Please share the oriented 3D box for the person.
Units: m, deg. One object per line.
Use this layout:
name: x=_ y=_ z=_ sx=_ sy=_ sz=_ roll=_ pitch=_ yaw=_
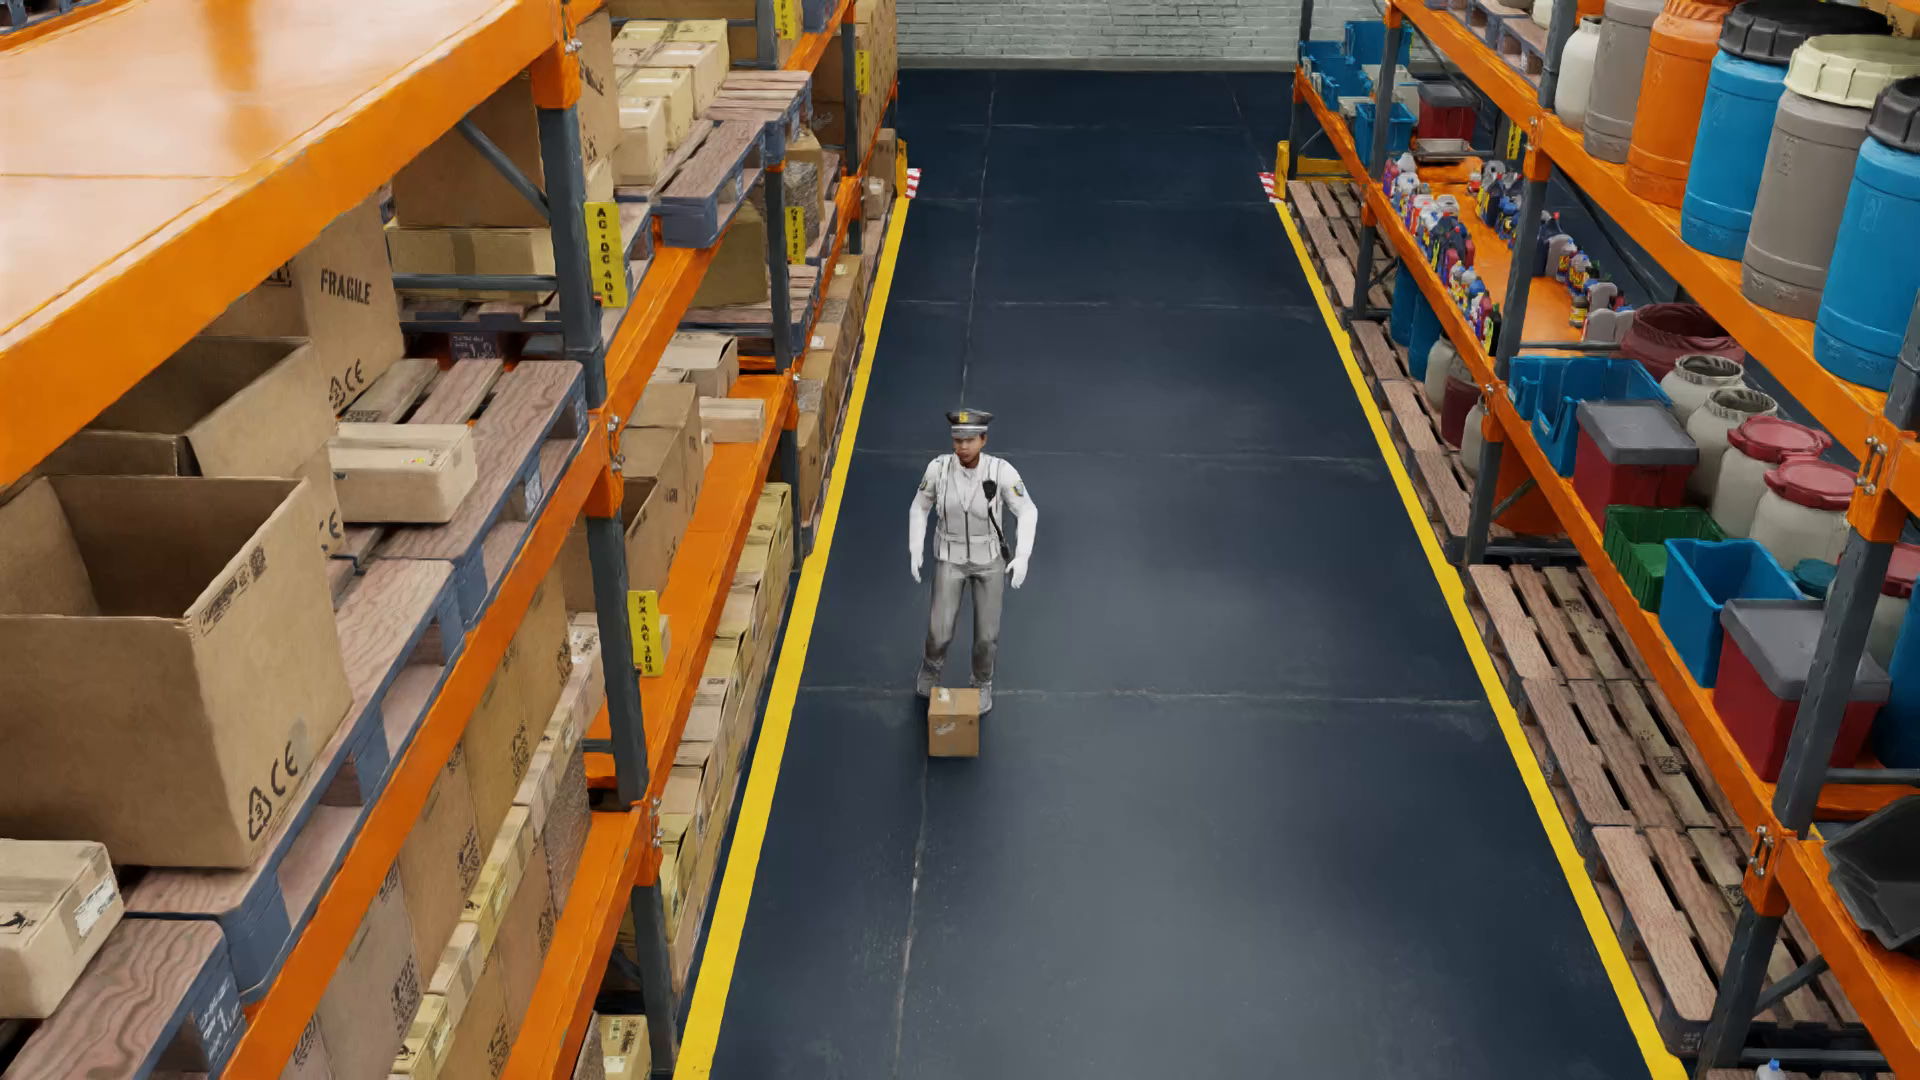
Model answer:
person: x=0.064 y=0.115 z=8.425 sx=0.650 sy=1.680 sz=0.427 roll=1 pitch=28 yaw=2
